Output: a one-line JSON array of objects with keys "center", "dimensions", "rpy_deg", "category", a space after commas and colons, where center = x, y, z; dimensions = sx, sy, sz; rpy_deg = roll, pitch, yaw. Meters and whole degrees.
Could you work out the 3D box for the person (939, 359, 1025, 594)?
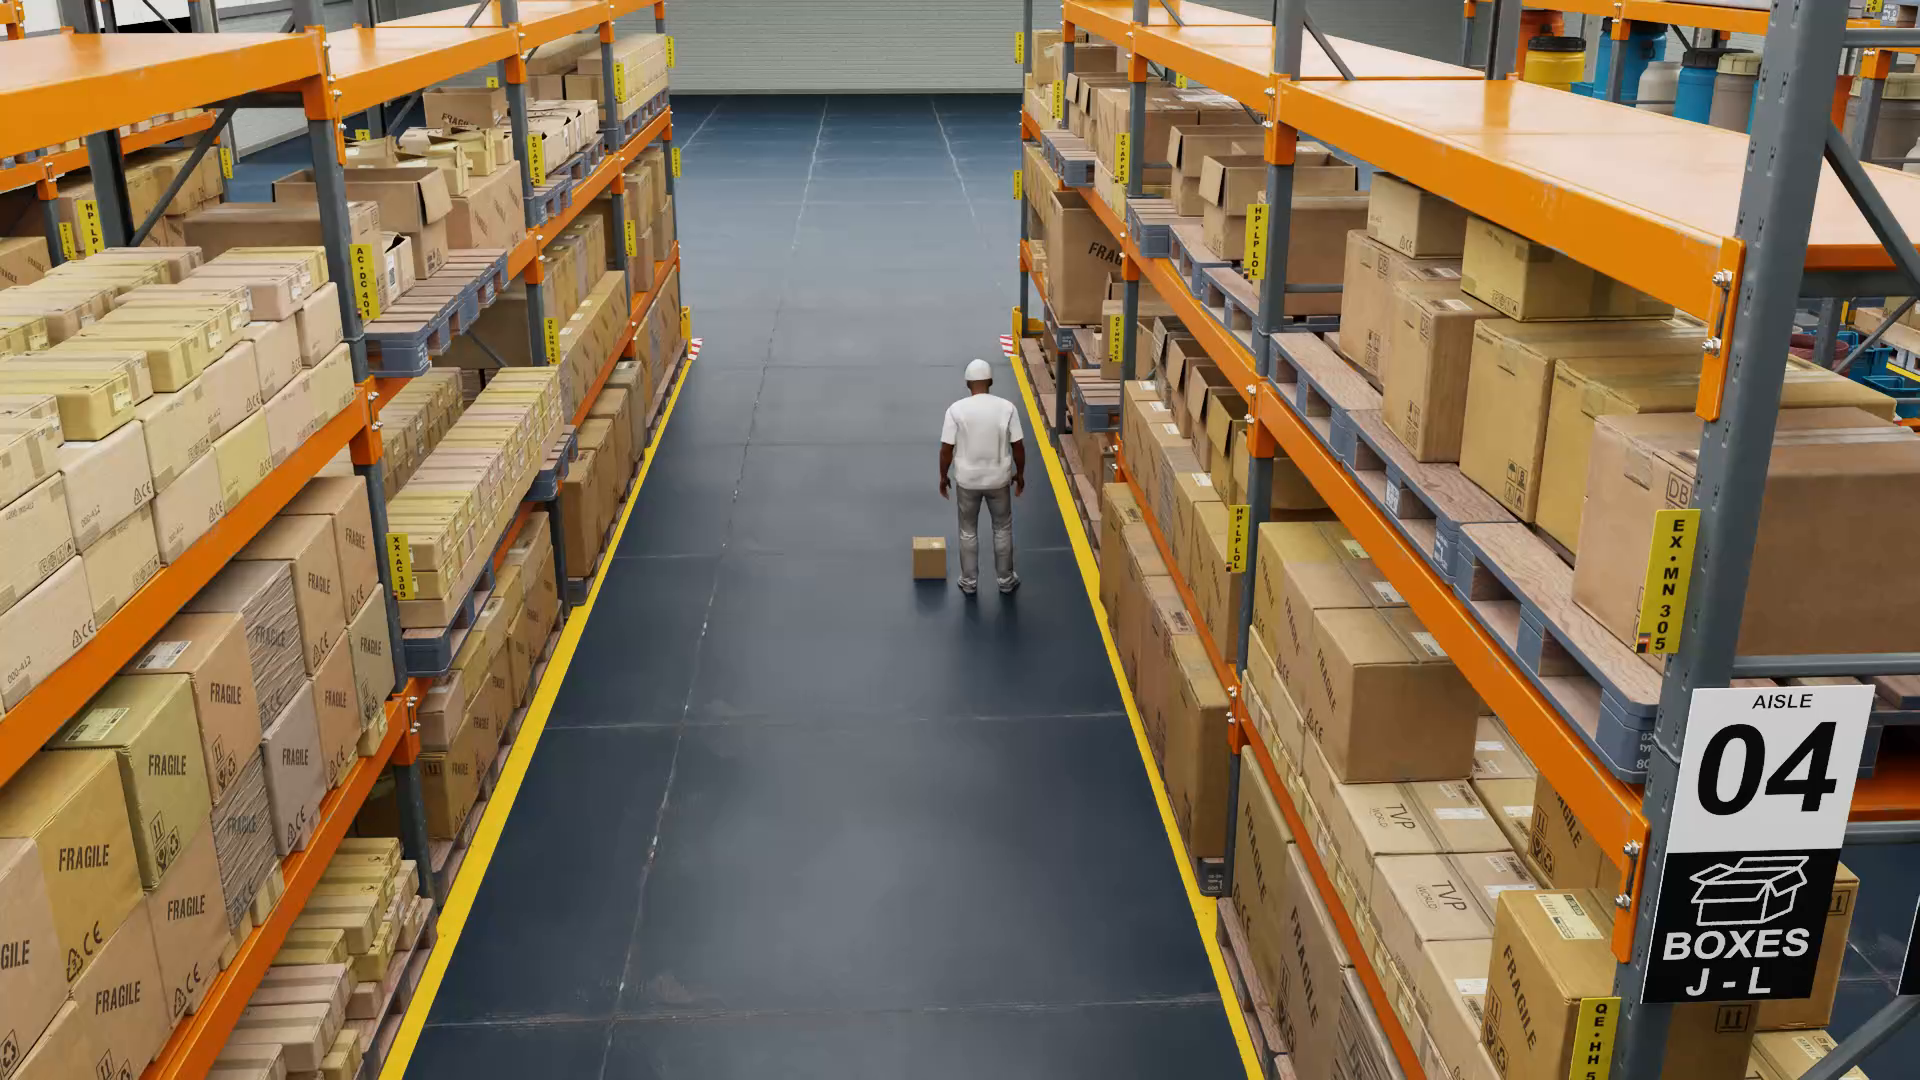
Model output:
[{"center": [0.165, -0.465, 12.309], "dimensions": [0.636, 1.761, 0.454], "rpy_deg": [-1, 20, -3], "category": "person"}]
